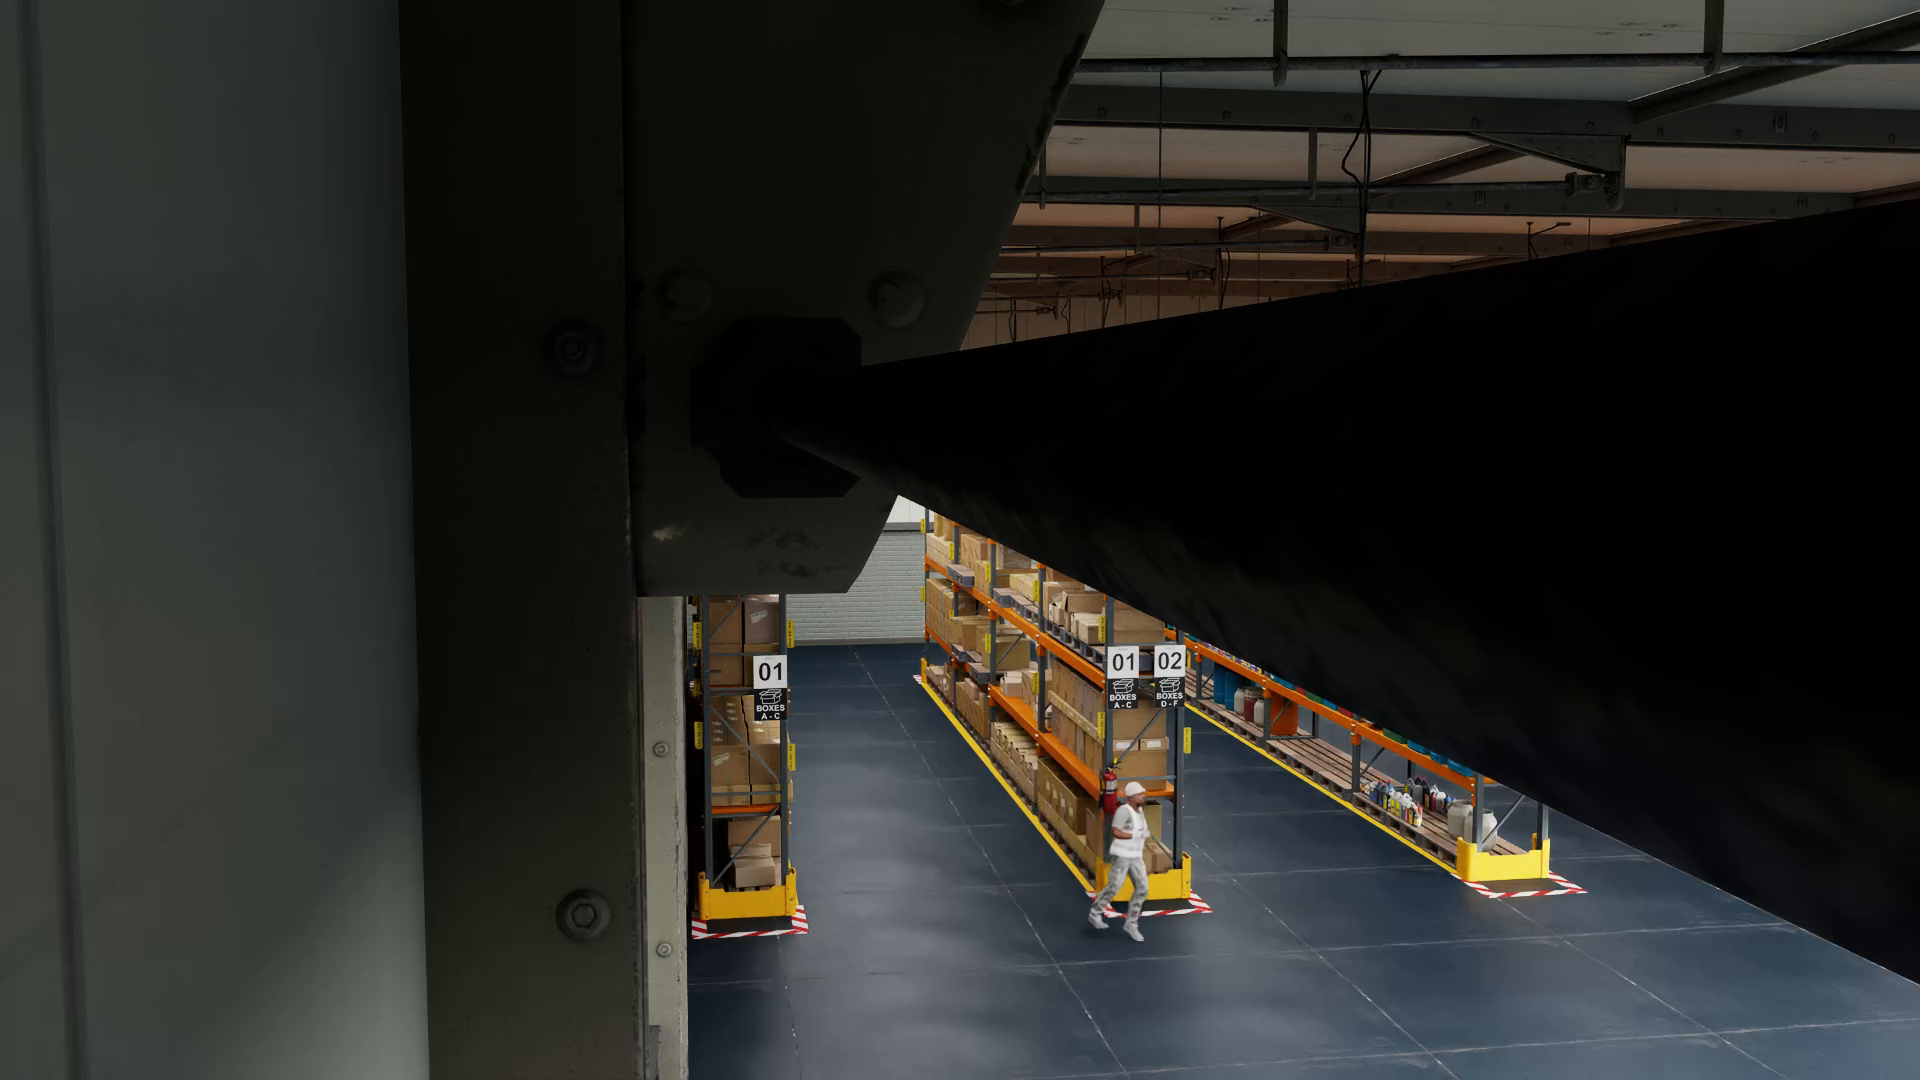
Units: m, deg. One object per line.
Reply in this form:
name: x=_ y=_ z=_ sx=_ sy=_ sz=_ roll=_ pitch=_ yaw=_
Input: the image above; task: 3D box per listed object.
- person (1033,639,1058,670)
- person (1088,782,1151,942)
person: x=1.893 y=2.377 z=35.109 sx=0.611 sy=1.677 sz=0.939 roll=-2 pitch=5 yaw=-18
person: x=1.962 y=3.739 z=19.552 sx=0.744 sy=1.803 sz=0.676 roll=4 pitch=7 yaw=40
